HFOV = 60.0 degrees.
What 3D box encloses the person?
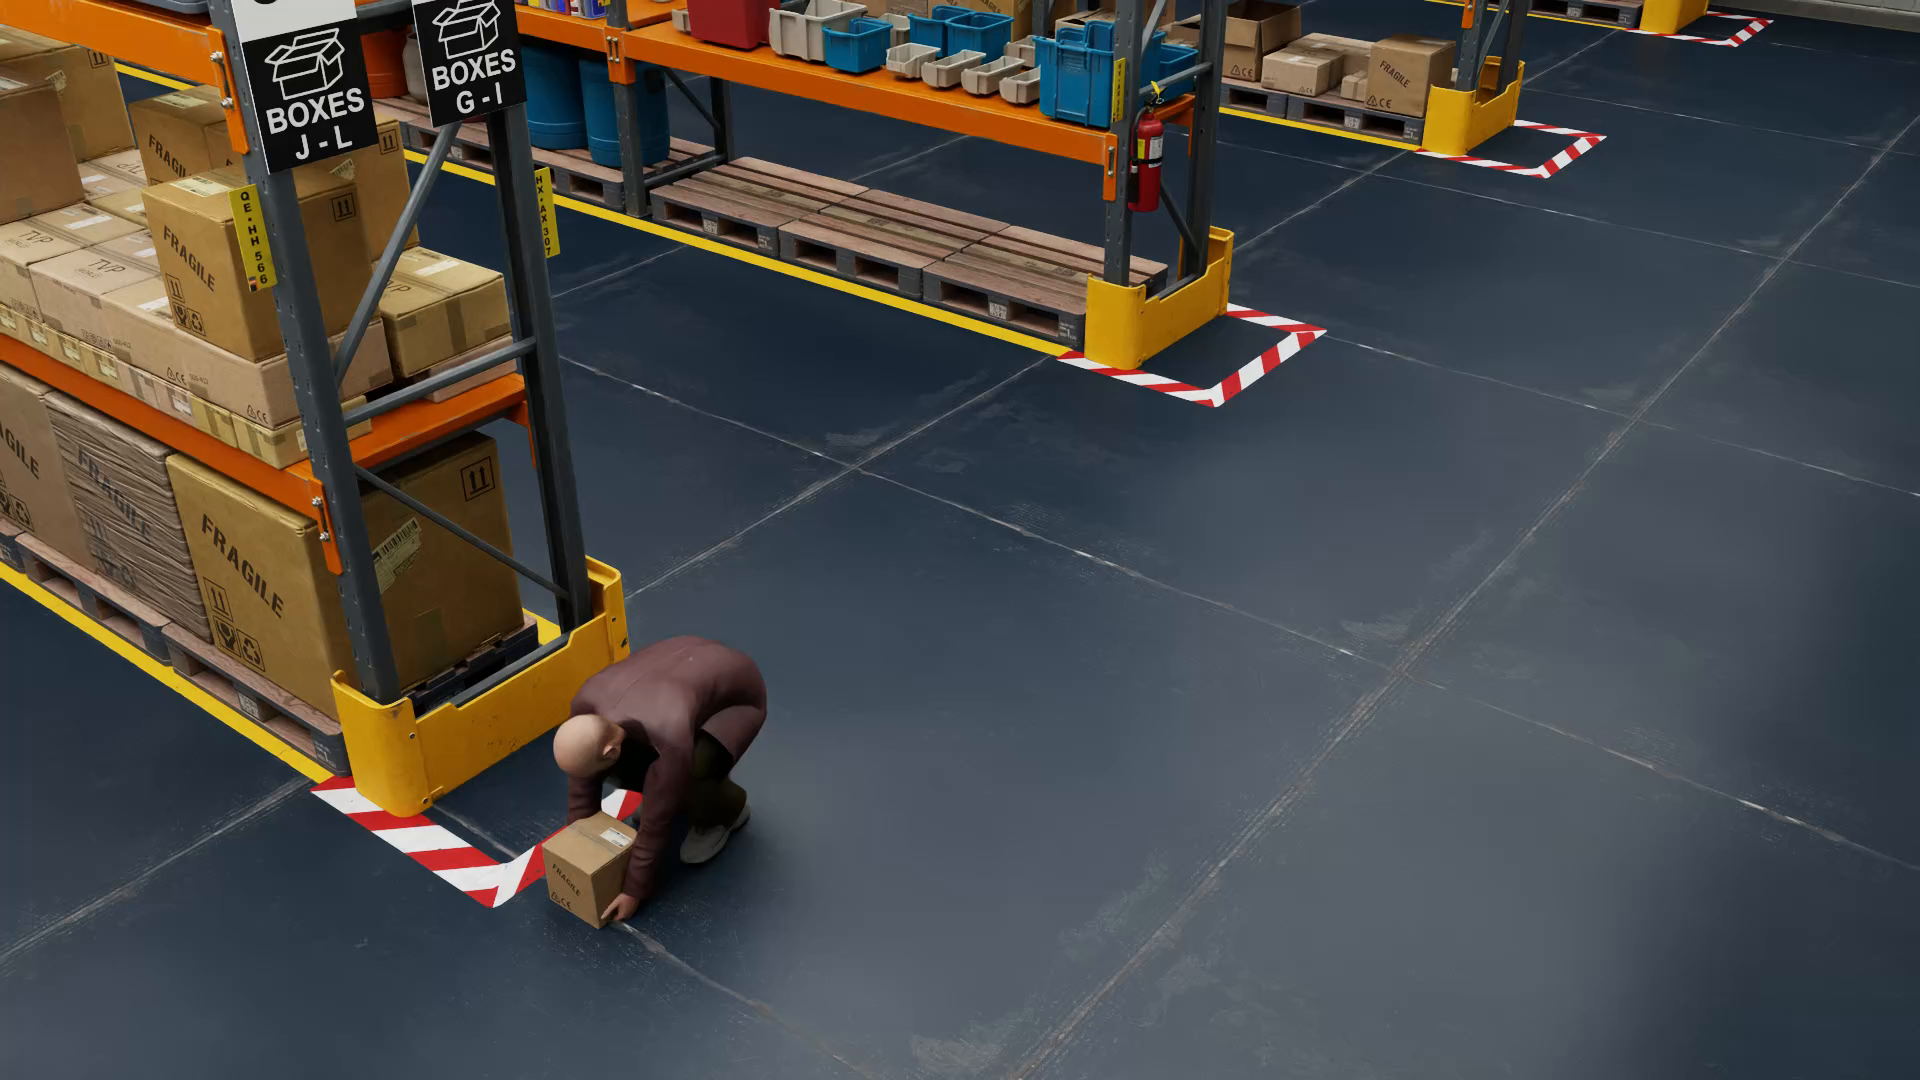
[{"bbox_3d":[-1.052,0.765,5.844,0.571,0.815,0.929,20,36,30],"label":"person"}]
